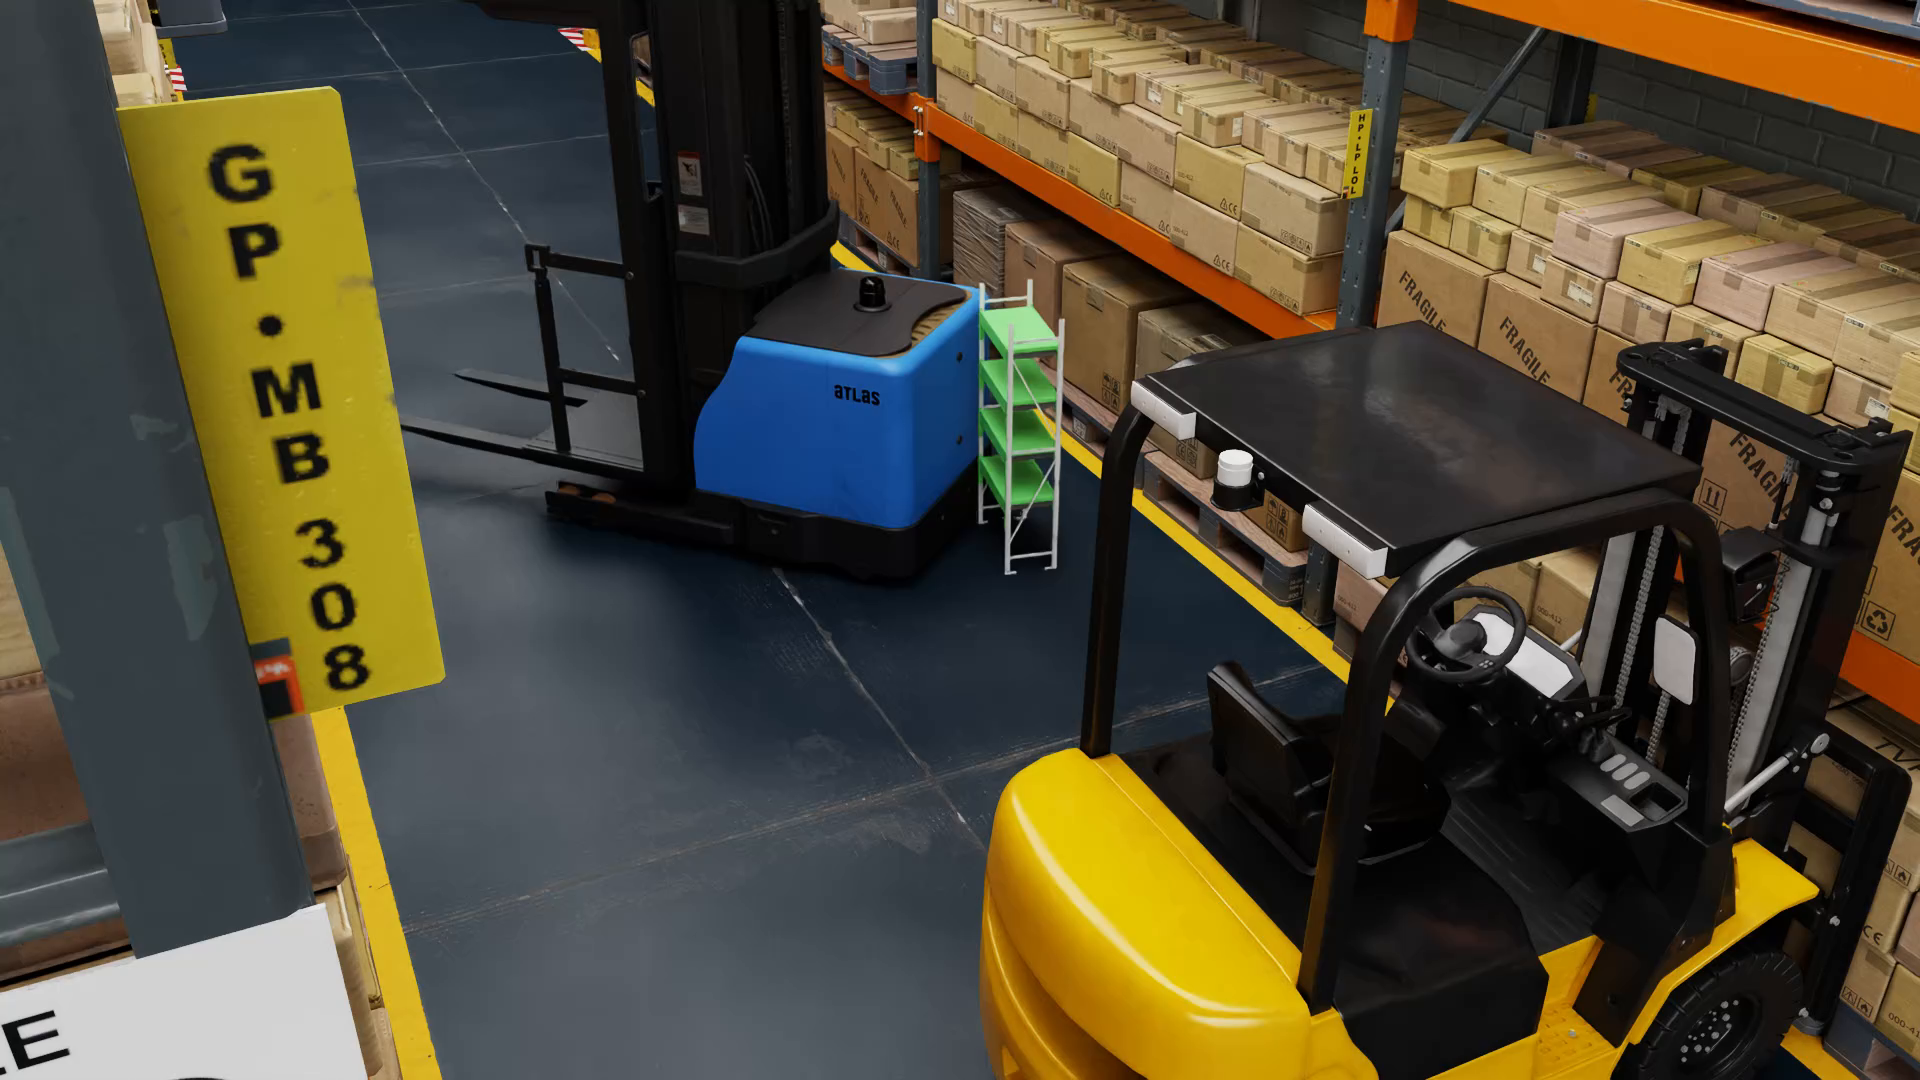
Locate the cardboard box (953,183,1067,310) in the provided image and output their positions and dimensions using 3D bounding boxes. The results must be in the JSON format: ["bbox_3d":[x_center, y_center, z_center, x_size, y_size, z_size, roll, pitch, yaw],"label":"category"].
[{"bbox_3d":[0.483,-1.698,9.710,0.875,0.625,0.625,-12,31,-20],"label":"cardboard box"}]

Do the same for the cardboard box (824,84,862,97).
[{"bbox_3d":[-0.816,-3.081,11.640,0.380,0.149,0.250,-13,32,-22],"label":"cardboard box"}]

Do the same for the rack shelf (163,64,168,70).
[{"bbox_3d":[-3.395,-1.896,5.733,1.077,0.370,4.000,-13,32,-22],"label":"rack shelf"}]

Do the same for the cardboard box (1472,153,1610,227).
[{"bbox_3d":[2.024,-1.222,5.793,0.380,0.149,0.250,-13,32,-21],"label":"cardboard box"}]

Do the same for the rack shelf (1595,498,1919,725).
[{"bbox_3d":[2.804,0.135,5.177,1.077,0.370,4.000,-13,32,-22],"label":"rack shelf"}]

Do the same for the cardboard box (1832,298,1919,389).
[{"bbox_3d":[2.654,-0.542,4.580,0.380,0.149,0.250,-13,32,-21],"label":"cardboard box"}]

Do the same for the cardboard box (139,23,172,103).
[{"bbox_3d":[-1.448,-0.580,2.500,0.500,0.250,0.500,-12,32,-21],"label":"cardboard box"}]

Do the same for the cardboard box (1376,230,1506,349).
[{"bbox_3d":[1.900,-0.855,6.105,0.500,0.500,0.500,-14,32,-23],"label":"cardboard box"}]

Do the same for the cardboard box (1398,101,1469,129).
[{"bbox_3d":[1.920,-1.718,6.982,0.380,0.149,0.250,-14,32,-24],"label":"cardboard box"}]

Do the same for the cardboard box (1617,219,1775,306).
[{"bbox_3d":[2.279,-0.864,5.154,0.380,0.149,0.250,-14,32,-23],"label":"cardboard box"}]

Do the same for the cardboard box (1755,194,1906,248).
[{"bbox_3d":[2.808,-0.991,5.381,0.380,0.149,0.250,-14,32,-23],"label":"cardboard box"}]

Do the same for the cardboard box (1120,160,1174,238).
[{"bbox_3d":[1.086,-1.611,7.709,0.500,0.250,0.500,-13,32,-22],"label":"cardboard box"}]

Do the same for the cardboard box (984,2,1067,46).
[{"bbox_3d":[0.348,-2.727,8.781,0.380,0.149,0.250,-12,32,-21],"label":"cardboard box"}]

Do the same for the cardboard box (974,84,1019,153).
[{"bbox_3d":[0.409,-2.293,8.926,0.500,0.250,0.500,-14,32,-23],"label":"cardboard box"}]

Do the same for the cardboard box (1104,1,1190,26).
[{"bbox_3d":[0.988,-2.741,8.806,0.380,0.149,0.250,-14,32,-23],"label":"cardboard box"}]

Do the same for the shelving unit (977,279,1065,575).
[{"bbox_3d":[0.261,-0.499,7.413,0.258,1.200,0.503,-7,30,-12],"label":"shelving unit"}]

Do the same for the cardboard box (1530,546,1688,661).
[{"bbox_3d":[2.304,0.243,5.609,0.500,0.250,0.500,-12,31,-20],"label":"cardboard box"}]

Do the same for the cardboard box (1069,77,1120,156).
[{"bbox_3d":[0.862,-2.058,7.995,0.500,0.250,0.500,-13,32,-21],"label":"cardboard box"}]

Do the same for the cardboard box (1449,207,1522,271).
[{"bbox_3d":[1.957,-1.078,5.841,0.380,0.149,0.250,-12,32,-21],"label":"cardboard box"}]

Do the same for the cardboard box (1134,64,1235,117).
[{"bbox_3d":[1.023,-2.051,7.575,0.380,0.149,0.250,-13,32,-22],"label":"cardboard box"}]

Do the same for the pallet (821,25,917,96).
[{"bbox_3d":[-0.127,-3.030,10.283,1.213,0.211,1.003,-13,32,-22],"label":"pallet"}]

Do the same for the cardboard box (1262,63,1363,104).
[{"bbox_3d":[1.601,-2.053,7.578,0.380,0.149,0.250,-13,32,-22],"label":"cardboard box"}]

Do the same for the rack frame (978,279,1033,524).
[{"bbox_3d":[0.203,-0.615,7.619,0.240,1.200,0.015,-7,30,-12],"label":"rack frame"}]

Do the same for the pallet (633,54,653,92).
[{"bbox_3d":[-2.311,-4.223,15.065,1.003,0.211,1.213,-13,32,-22],"label":"pallet"}]

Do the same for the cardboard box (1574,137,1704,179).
[{"bbox_3d":[2.425,-1.321,5.970,0.380,0.149,0.250,-14,32,-23],"label":"cardboard box"}]

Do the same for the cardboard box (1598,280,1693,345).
[{"bbox_3d":[2.244,-0.728,5.217,0.380,0.149,0.250,-13,32,-22],"label":"cardboard box"}]

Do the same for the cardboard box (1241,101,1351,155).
[{"bbox_3d":[1.413,-1.722,6.989,0.380,0.149,0.250,-13,32,-22],"label":"cardboard box"}]

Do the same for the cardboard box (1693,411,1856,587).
[{"bbox_3d":[2.553,-0.178,4.899,0.500,0.500,0.500,-13,32,-22],"label":"cardboard box"}]

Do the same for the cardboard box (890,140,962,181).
[{"bbox_3d":[-0.213,-2.370,10.372,0.380,0.149,0.250,-15,32,-24],"label":"cardboard box"}]

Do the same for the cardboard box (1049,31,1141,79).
[{"bbox_3d":[0.662,-2.385,8.171,0.380,0.149,0.250,-12,32,-21],"label":"cardboard box"}]

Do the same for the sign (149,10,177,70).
[{"bbox_3d":[-3.768,-2.374,7.813,0.100,0.325,0.005,-13,32,-22],"label":"sign"}]

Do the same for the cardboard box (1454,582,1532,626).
[{"bbox_3d":[2.092,0.237,6.132,0.500,0.250,0.500,-13,32,-22],"label":"cardboard box"}]

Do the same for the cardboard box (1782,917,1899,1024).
[{"bbox_3d":[2.764,1.135,5.040,0.500,0.250,0.500,-13,32,-21],"label":"cardboard box"}]

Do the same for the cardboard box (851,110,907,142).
[{"bbox_3d":[-0.504,-2.736,11.025,0.380,0.149,0.250,-12,31,-21],"label":"cardboard box"}]

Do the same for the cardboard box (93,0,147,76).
[{"bbox_3d":[-1.233,-0.577,2.088,0.380,0.149,0.250,-12,32,-21],"label":"cardboard box"}]

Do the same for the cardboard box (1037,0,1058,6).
[{"bbox_3d":[0.550,-3.054,9.365,0.380,0.149,0.250,-12,31,-20],"label":"cardboard box"}]

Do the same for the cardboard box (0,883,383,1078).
[{"bbox_3d":[-0.668,0.335,1.275,0.380,0.149,0.250,-13,32,-22],"label":"cardboard box"}]

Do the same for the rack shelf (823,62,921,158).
[{"bbox_3d":[-0.631,-3.399,11.480,1.077,0.370,4.000,-13,32,-22],"label":"rack shelf"}]

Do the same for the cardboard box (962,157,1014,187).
[{"bbox_3d":[0.300,-2.167,10.674,0.500,0.500,0.500,-12,31,-20],"label":"cardboard box"}]

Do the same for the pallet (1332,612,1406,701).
[{"bbox_3d":[2.249,0.514,6.617,1.003,0.211,1.213,-13,32,-22],"label":"pallet"}]

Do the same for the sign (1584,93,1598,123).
[{"bbox_3d":[2.446,-1.591,6.555,0.100,0.325,0.005,-13,32,-22],"label":"sign"}]

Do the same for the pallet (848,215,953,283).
[{"bbox_3d":[-0.059,-1.950,11.012,1.003,0.211,1.213,-13,32,-22],"label":"pallet"}]

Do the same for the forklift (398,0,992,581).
[{"bbox_3d":[-1.413,-1.557,7.530,3.031,2.935,1.130,12,31,20],"label":"forklift"}]

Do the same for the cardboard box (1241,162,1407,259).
[{"bbox_3d":[1.503,-1.378,6.783,0.500,0.250,0.500,-14,32,-23],"label":"cardboard box"}]

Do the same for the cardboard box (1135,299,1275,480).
[{"bbox_3d":[1.385,-0.782,8.076,0.875,0.625,0.625,-13,32,-22],"label":"cardboard box"}]

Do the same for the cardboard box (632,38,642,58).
[{"bbox_3d":[-2.698,-4.780,15.334,0.700,0.500,0.500,-12,31,-20],"label":"cardboard box"}]

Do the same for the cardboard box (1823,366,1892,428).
[{"bbox_3d":[2.662,-0.407,4.643,0.380,0.149,0.250,-13,32,-22],"label":"cardboard box"}]

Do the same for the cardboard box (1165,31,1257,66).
[{"bbox_3d":[1.227,-2.380,8.162,0.380,0.149,0.250,-12,31,-21],"label":"cardboard box"}]

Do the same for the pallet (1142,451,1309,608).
[{"bbox_3d":[1.593,-0.163,7.825,1.003,0.211,1.213,-13,32,-22],"label":"pallet"}]

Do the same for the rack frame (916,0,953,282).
[{"bbox_3d":[0.228,-2.829,9.728,1.000,3.000,0.127,-13,32,-22],"label":"rack frame"}]

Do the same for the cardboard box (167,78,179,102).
[{"bbox_3d":[-3.358,-1.550,6.612,0.500,0.500,0.500,-15,33,-25],"label":"cardboard box"}]

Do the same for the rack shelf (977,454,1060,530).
[{"bbox_3d":[0.261,-0.234,7.561,0.258,0.148,0.480,-7,30,-12],"label":"rack shelf"}]

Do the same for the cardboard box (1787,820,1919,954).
[{"bbox_3d":[2.725,0.906,4.938,0.500,0.250,0.500,-14,32,-23],"label":"cardboard box"}]

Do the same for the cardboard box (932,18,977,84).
[{"bbox_3d":[0.175,-2.729,9.192,0.500,0.250,0.500,-13,32,-22],"label":"cardboard box"}]

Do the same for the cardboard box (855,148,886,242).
[{"bbox_3d":[-0.353,-2.287,10.888,0.500,0.500,0.500,-14,32,-23],"label":"cardboard box"}]

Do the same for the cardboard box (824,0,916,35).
[{"bbox_3d":[-0.517,-3.345,10.372,0.500,0.250,0.500,-15,32,-24],"label":"cardboard box"}]

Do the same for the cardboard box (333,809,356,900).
[{"bbox_3d":[-1.820,1.100,4.336,0.500,0.500,0.500,-12,32,-21],"label":"cardboard box"}]
